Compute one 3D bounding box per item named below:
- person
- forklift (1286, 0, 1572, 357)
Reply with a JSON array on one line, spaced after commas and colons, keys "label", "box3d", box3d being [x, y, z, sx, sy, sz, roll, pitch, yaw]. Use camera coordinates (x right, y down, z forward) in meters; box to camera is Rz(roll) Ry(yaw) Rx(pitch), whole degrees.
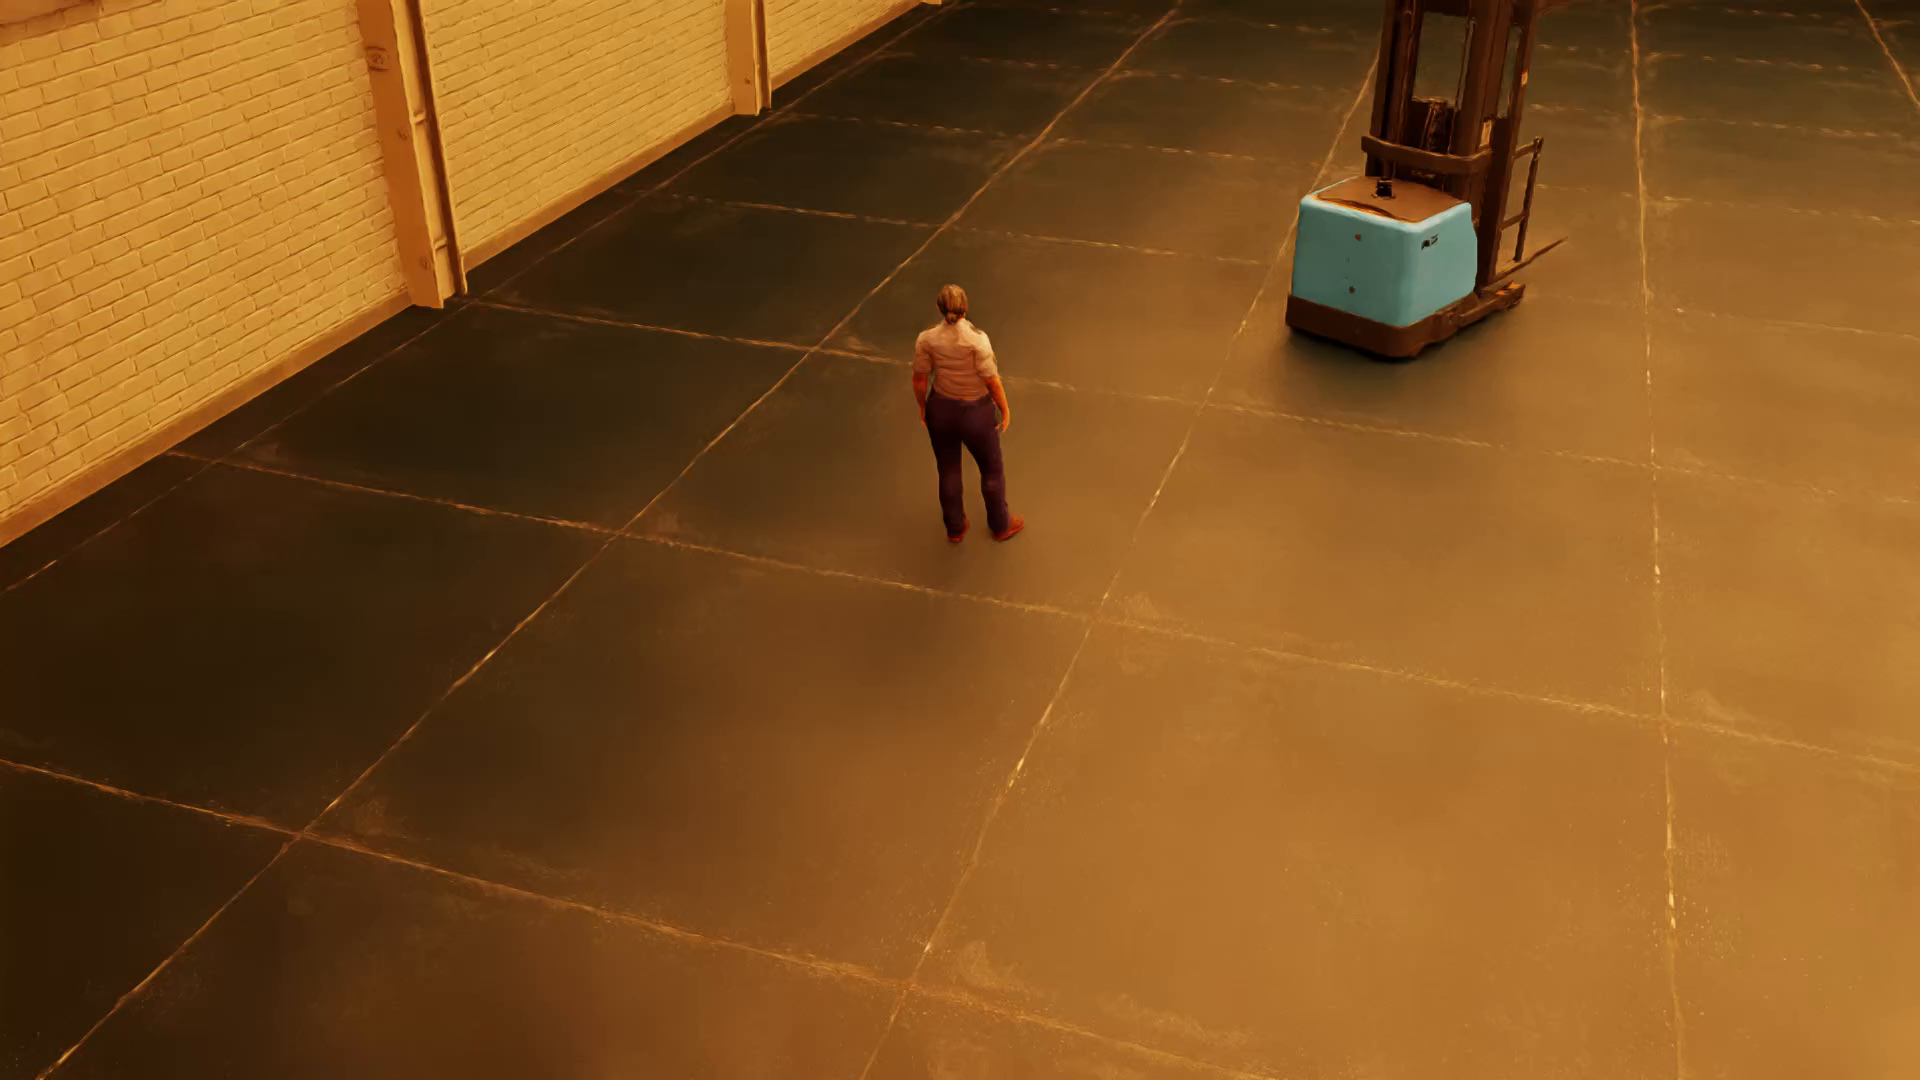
[{"label": "person", "box3d": [0.051, -0.756, 9.755, 0.599, 1.640, 0.502, 10, 31, 16]}, {"label": "forklift", "box3d": [3.913, -3.266, 12.865, 1.130, 2.935, 3.031, 25, 38, 37]}]
